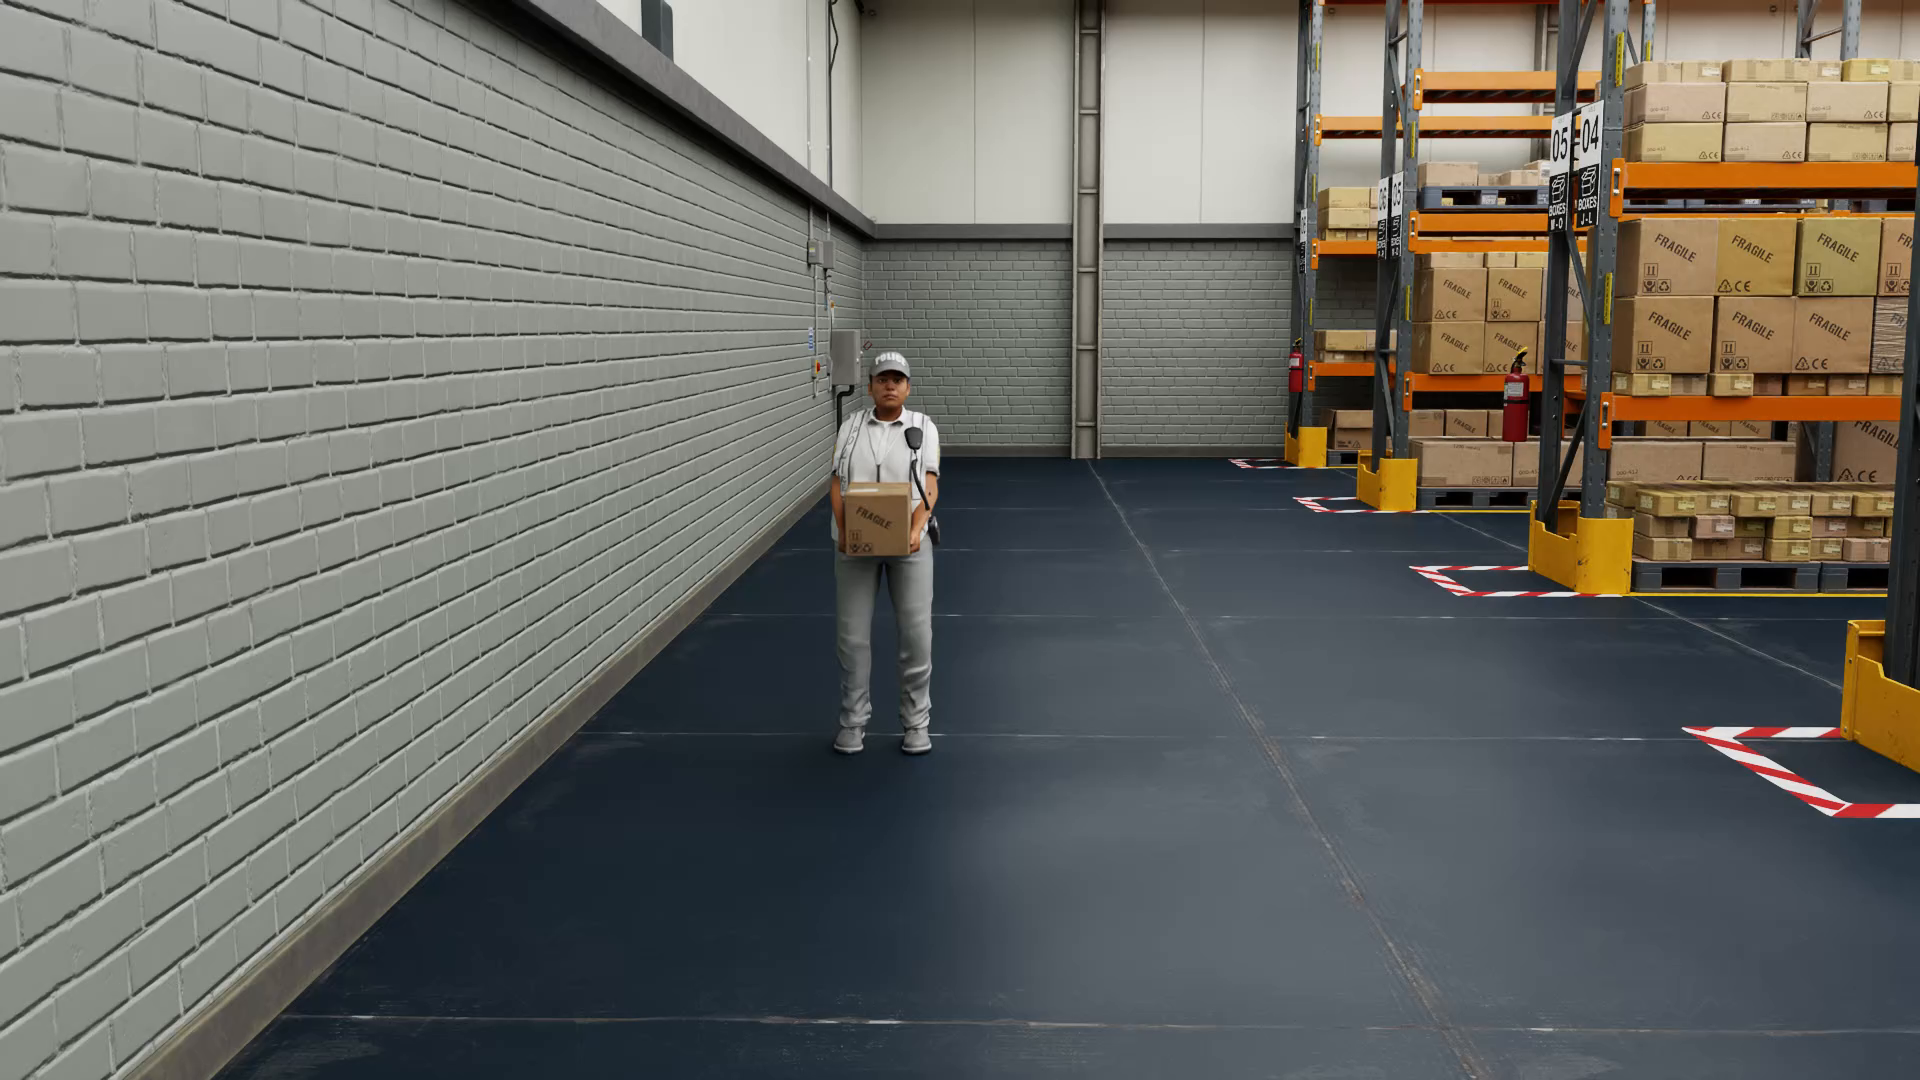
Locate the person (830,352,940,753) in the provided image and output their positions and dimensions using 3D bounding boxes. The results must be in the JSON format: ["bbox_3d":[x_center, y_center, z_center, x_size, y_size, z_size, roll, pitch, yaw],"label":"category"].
[{"bbox_3d":[-0.311,0.057,6.859,0.453,1.653,0.521,0,7,1],"label":"person"}]
